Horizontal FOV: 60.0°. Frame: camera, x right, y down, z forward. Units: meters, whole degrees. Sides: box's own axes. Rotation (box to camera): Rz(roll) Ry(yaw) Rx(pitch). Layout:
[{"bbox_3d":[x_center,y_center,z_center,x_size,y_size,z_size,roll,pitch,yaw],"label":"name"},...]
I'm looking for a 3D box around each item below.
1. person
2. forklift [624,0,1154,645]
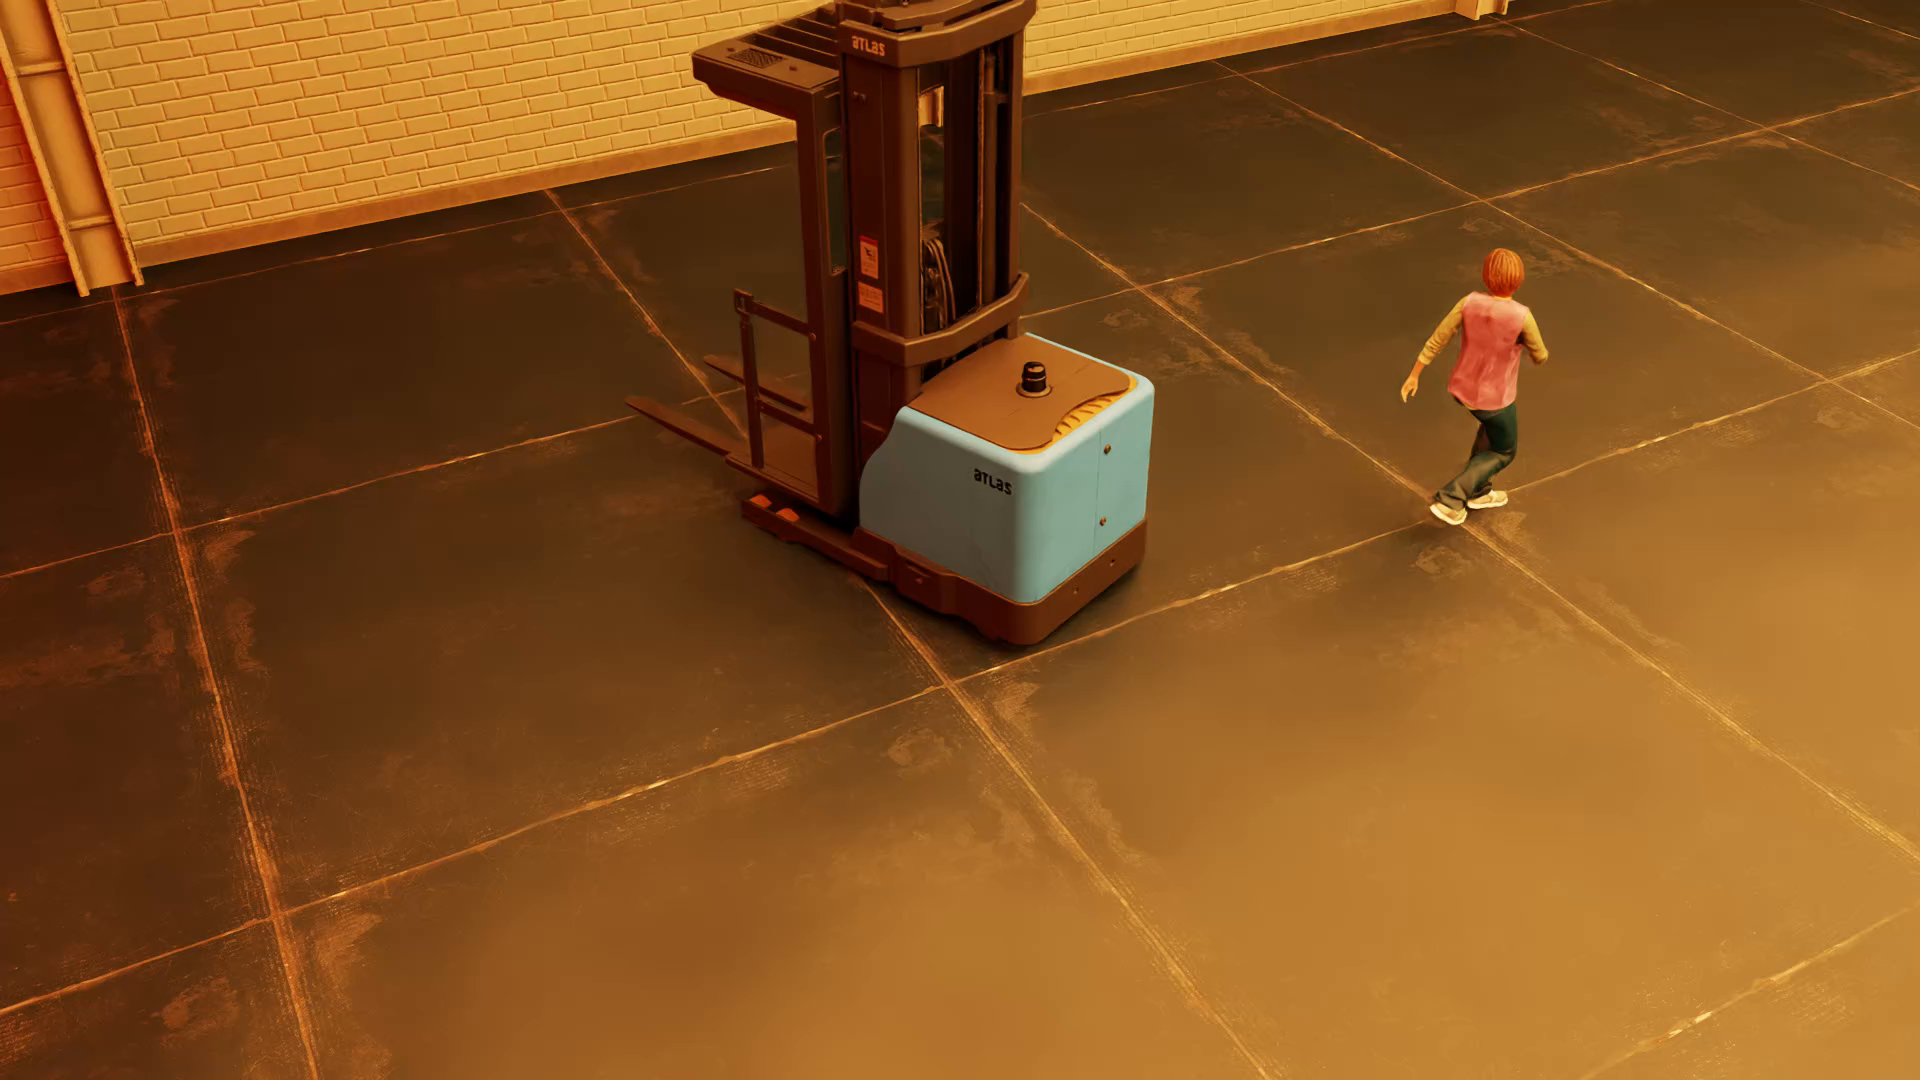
[{"bbox_3d":[2.641,-0.767,8.446,0.659,1.524,0.494,-19,40,-25],"label":"person"},{"bbox_3d":[-0.521,-1.404,8.110,3.031,2.935,1.130,25,42,31],"label":"forklift"}]
